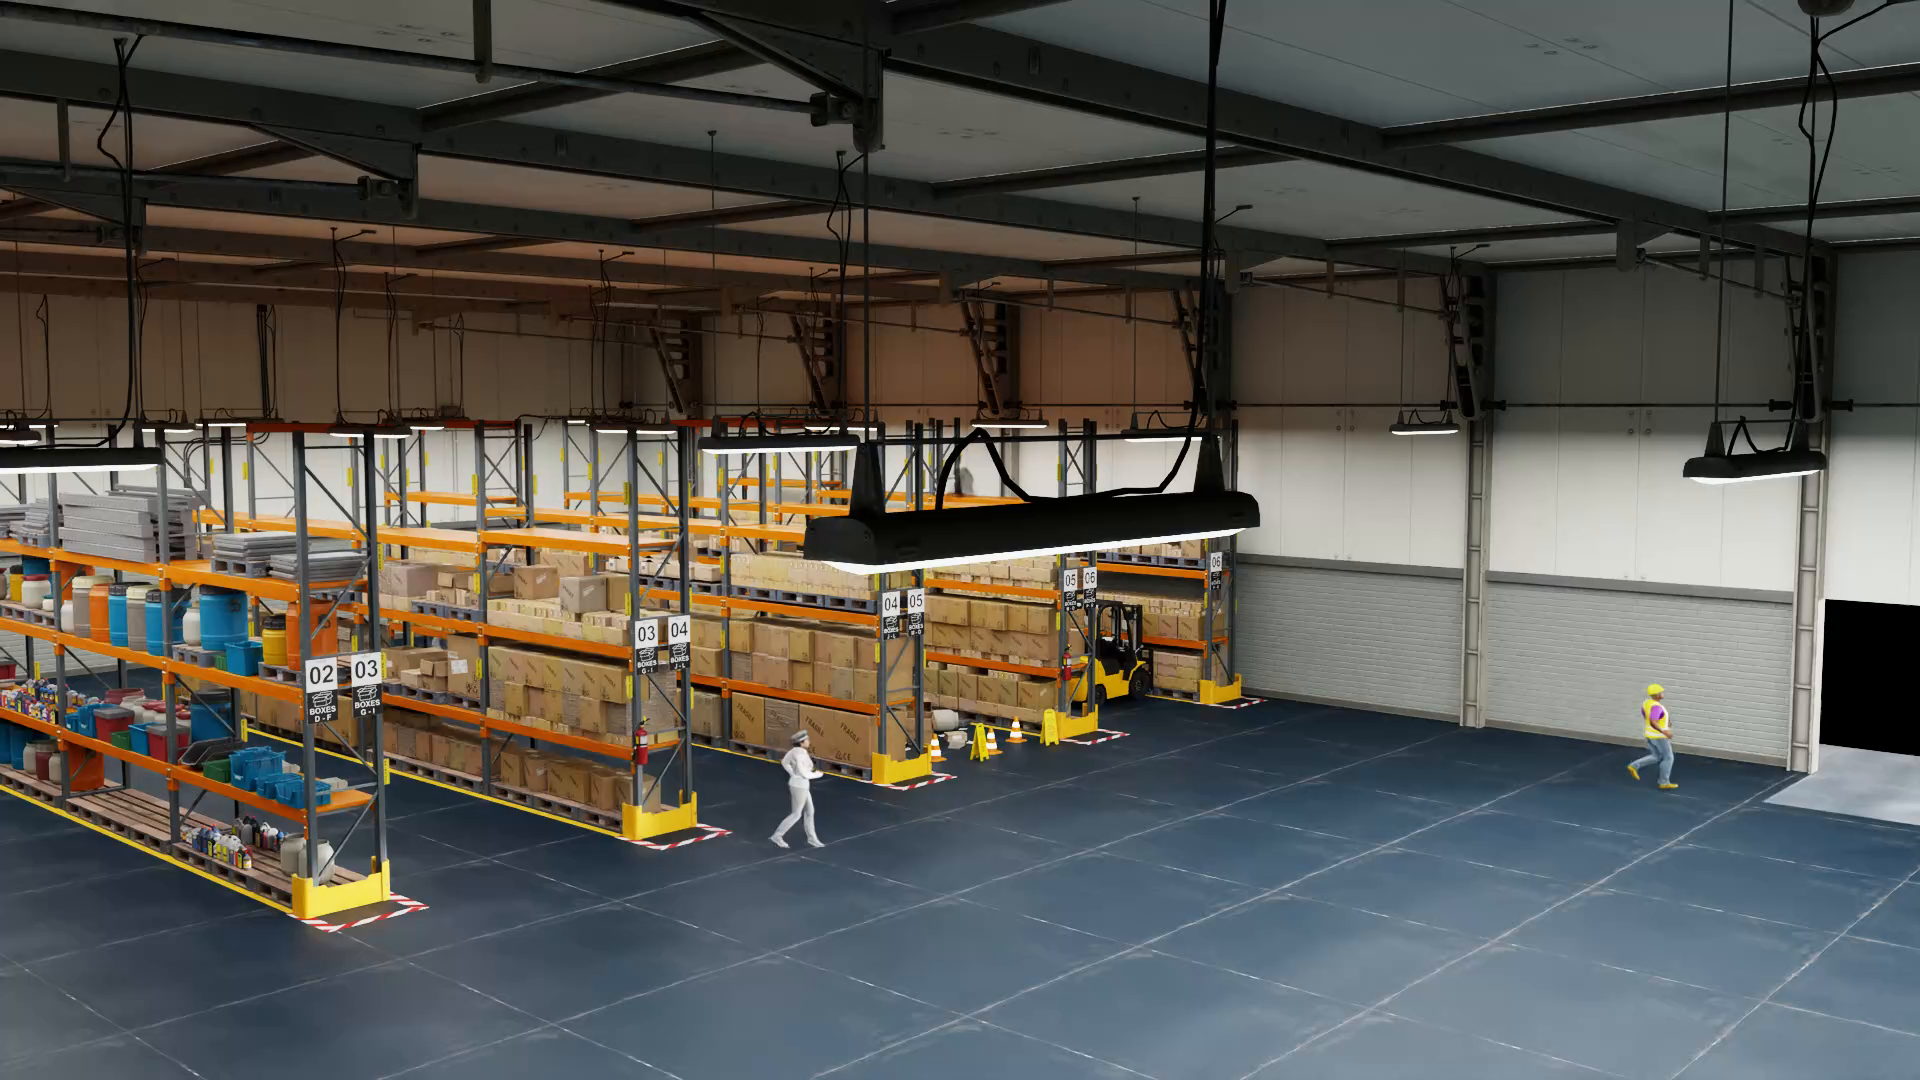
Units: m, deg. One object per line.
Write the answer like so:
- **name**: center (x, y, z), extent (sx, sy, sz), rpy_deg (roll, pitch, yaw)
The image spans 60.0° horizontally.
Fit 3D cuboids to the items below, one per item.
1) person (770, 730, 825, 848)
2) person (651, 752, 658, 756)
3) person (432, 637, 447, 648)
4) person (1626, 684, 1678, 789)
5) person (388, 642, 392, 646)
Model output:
- **person**: center (-2.310, 3.559, 23.627), extent (0.803, 1.741, 0.630), rpy_deg (-1, 5, -13)
- **person**: center (-5.635, 3.034, 30.167), extent (0.723, 1.720, 0.543), rpy_deg (3, 6, 35)
- **person**: center (-12.607, 2.210, 40.866), extent (0.579, 1.666, 0.949), rpy_deg (4, 6, 43)
- **person**: center (11.441, 3.231, 27.393), extent (0.795, 1.731, 0.711), rpy_deg (0, 5, 4)
- **person**: center (-11.639, 2.746, 33.635), extent (0.826, 1.677, 0.650), rpy_deg (3, 6, 33)
